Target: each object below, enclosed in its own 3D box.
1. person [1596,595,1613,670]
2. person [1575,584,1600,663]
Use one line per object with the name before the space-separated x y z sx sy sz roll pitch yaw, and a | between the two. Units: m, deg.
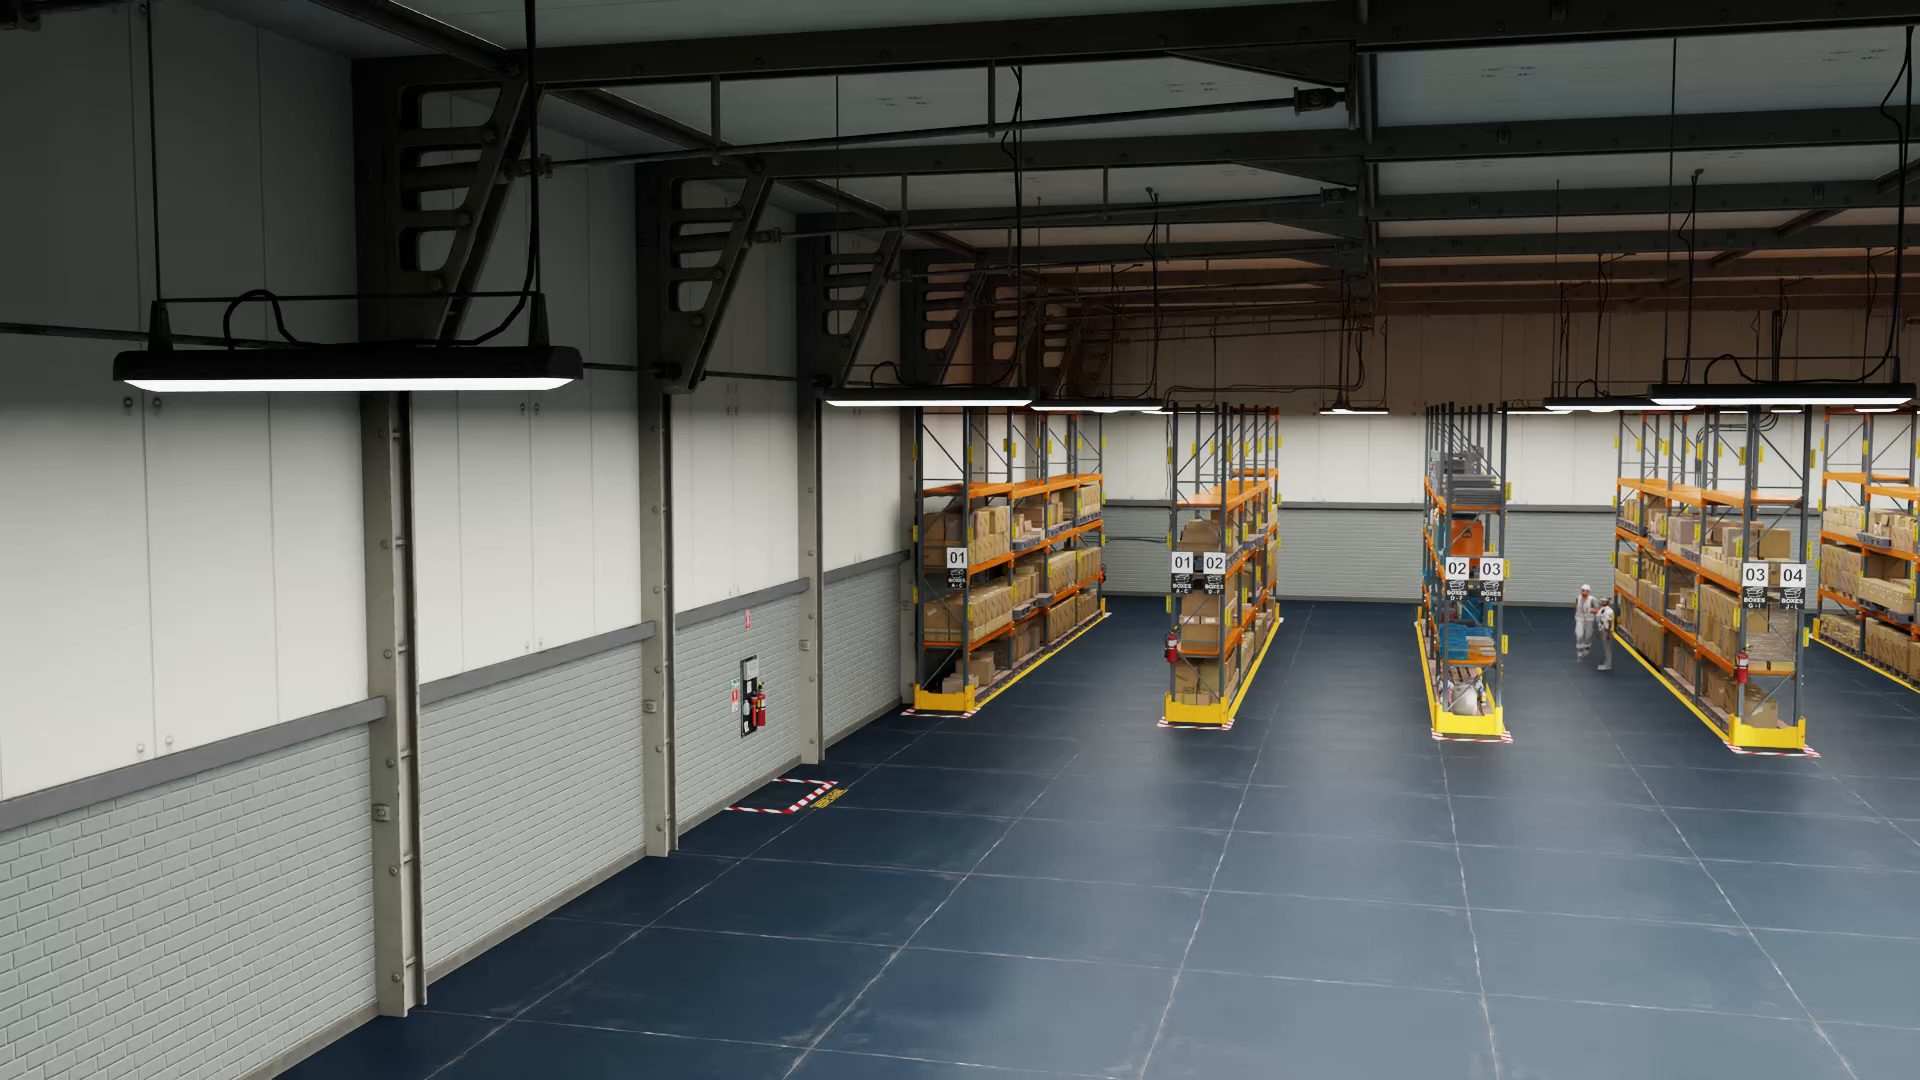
person | 14.608 2.097 37.722 0.351 1.689 0.475 0 4 6
person | 14.714 1.955 39.018 0.537 1.846 0.794 2 4 20
